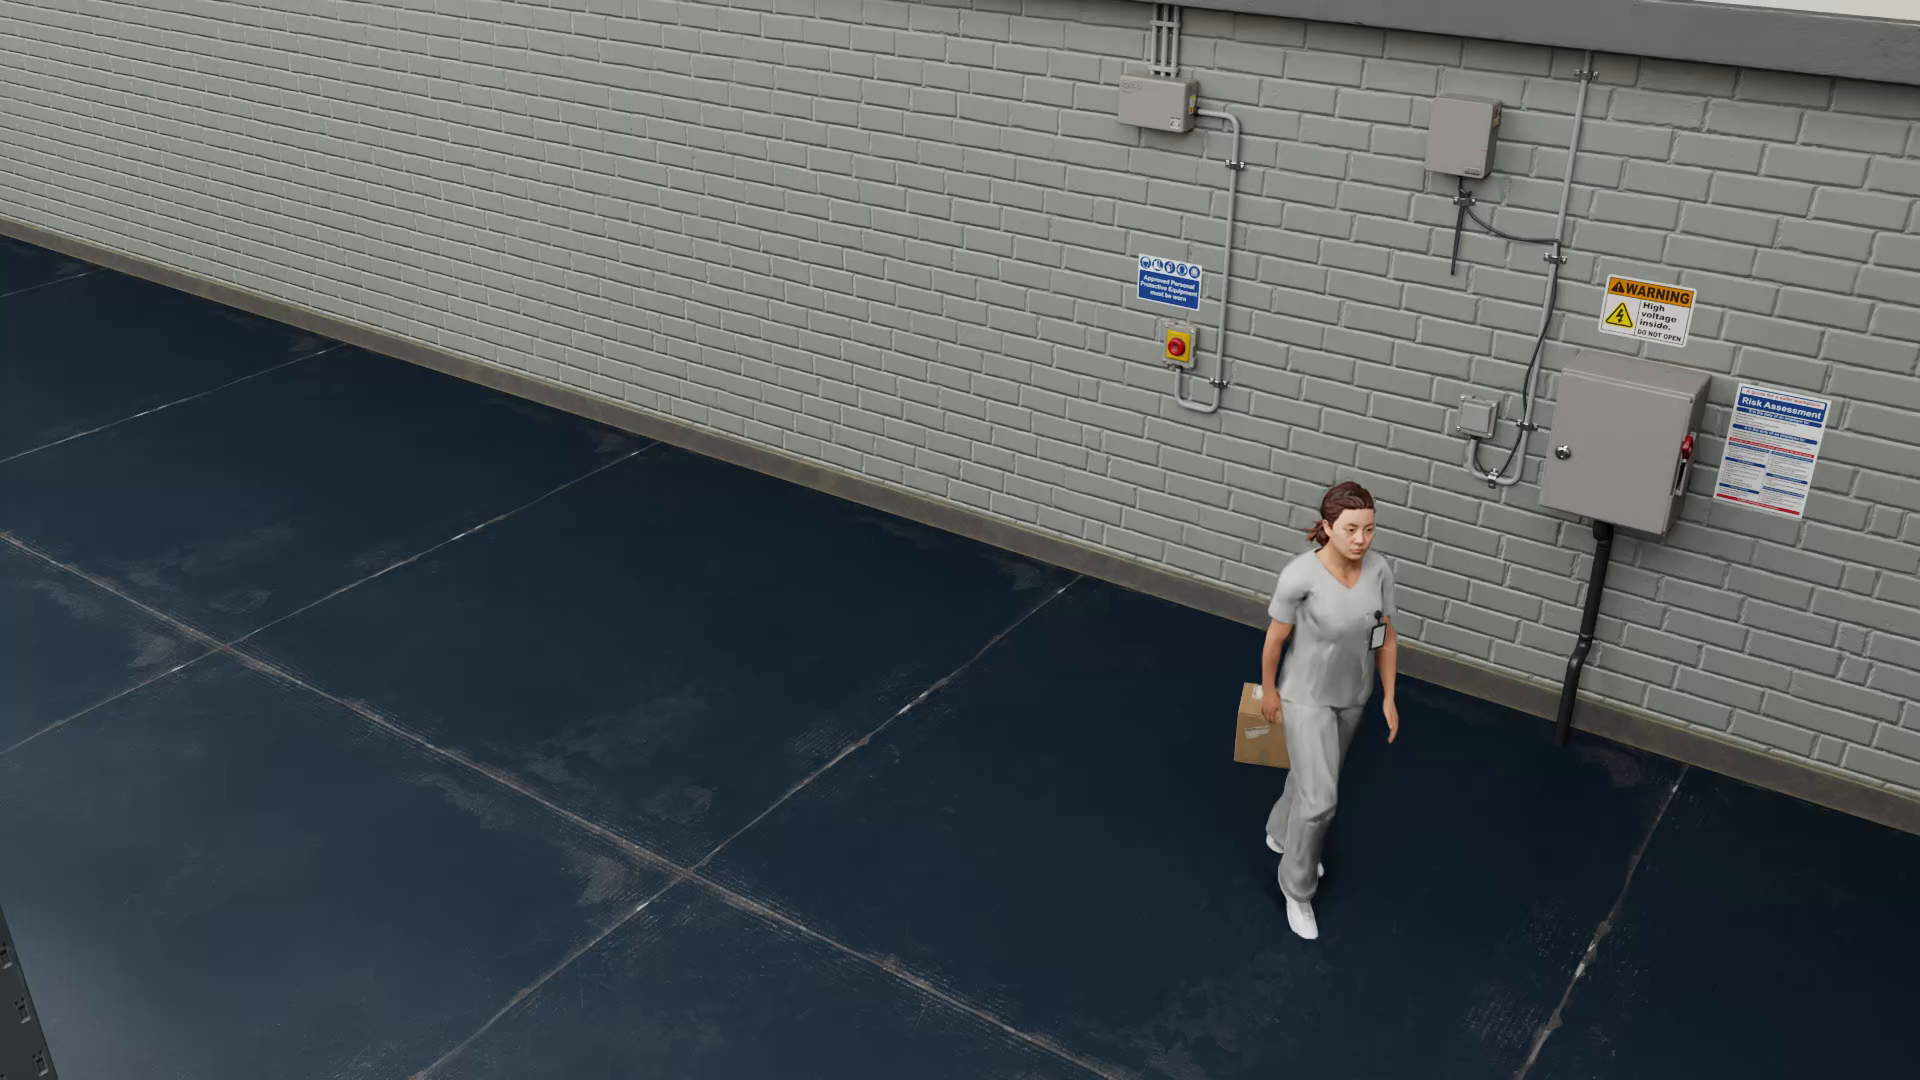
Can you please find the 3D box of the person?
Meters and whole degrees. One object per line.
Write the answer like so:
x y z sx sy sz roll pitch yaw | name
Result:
1.319 0.592 5.978 0.455 1.722 0.546 -10 29 -19 | person
